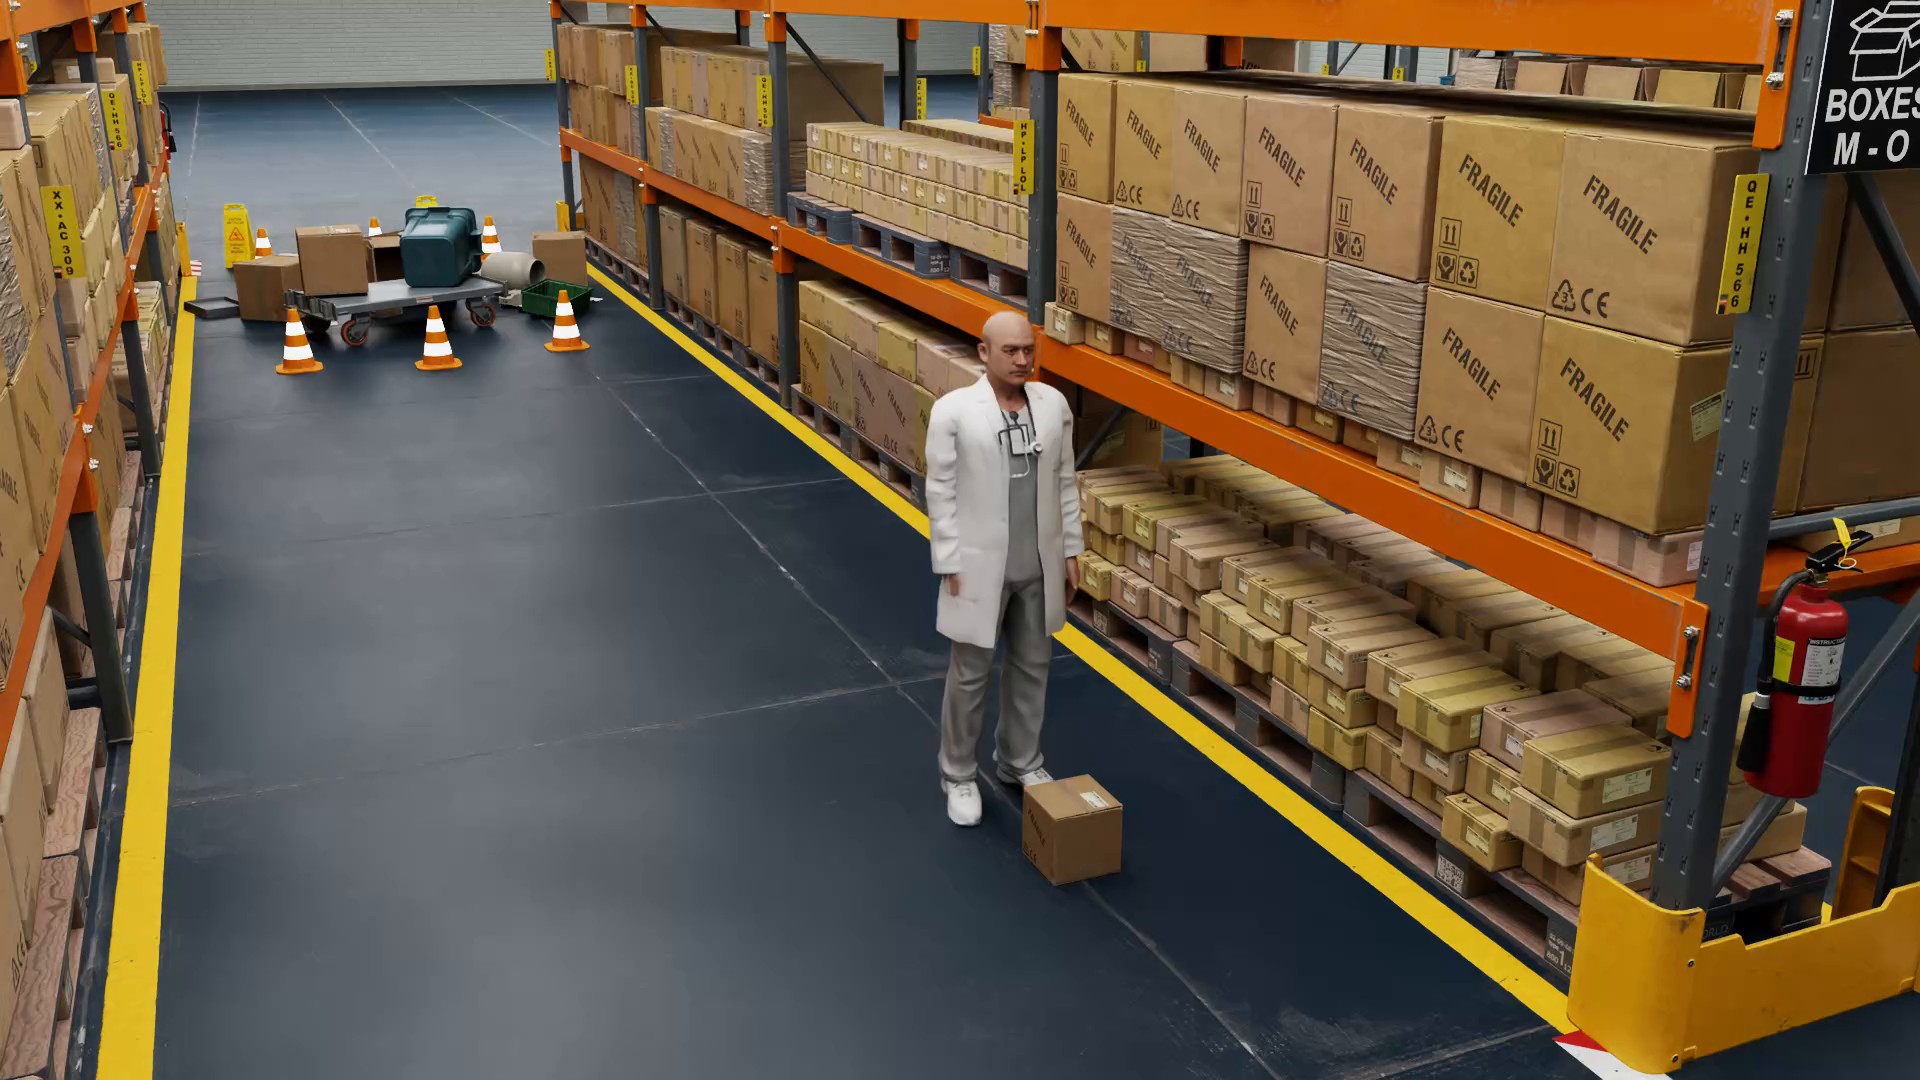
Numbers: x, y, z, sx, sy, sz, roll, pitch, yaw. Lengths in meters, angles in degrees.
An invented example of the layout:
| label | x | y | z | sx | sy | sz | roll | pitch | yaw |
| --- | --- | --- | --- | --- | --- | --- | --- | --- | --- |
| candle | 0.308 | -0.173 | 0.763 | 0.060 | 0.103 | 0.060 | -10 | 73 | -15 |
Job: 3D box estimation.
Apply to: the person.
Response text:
| label | x | y | z | sx | sy | sz | roll | pitch | yaw |
| --- | --- | --- | --- | --- | --- | --- | --- | --- | --- |
| person | 0.173 | 0.096 | 5.802 | 0.578 | 1.789 | 0.385 | -8 | 20 | -22 |
